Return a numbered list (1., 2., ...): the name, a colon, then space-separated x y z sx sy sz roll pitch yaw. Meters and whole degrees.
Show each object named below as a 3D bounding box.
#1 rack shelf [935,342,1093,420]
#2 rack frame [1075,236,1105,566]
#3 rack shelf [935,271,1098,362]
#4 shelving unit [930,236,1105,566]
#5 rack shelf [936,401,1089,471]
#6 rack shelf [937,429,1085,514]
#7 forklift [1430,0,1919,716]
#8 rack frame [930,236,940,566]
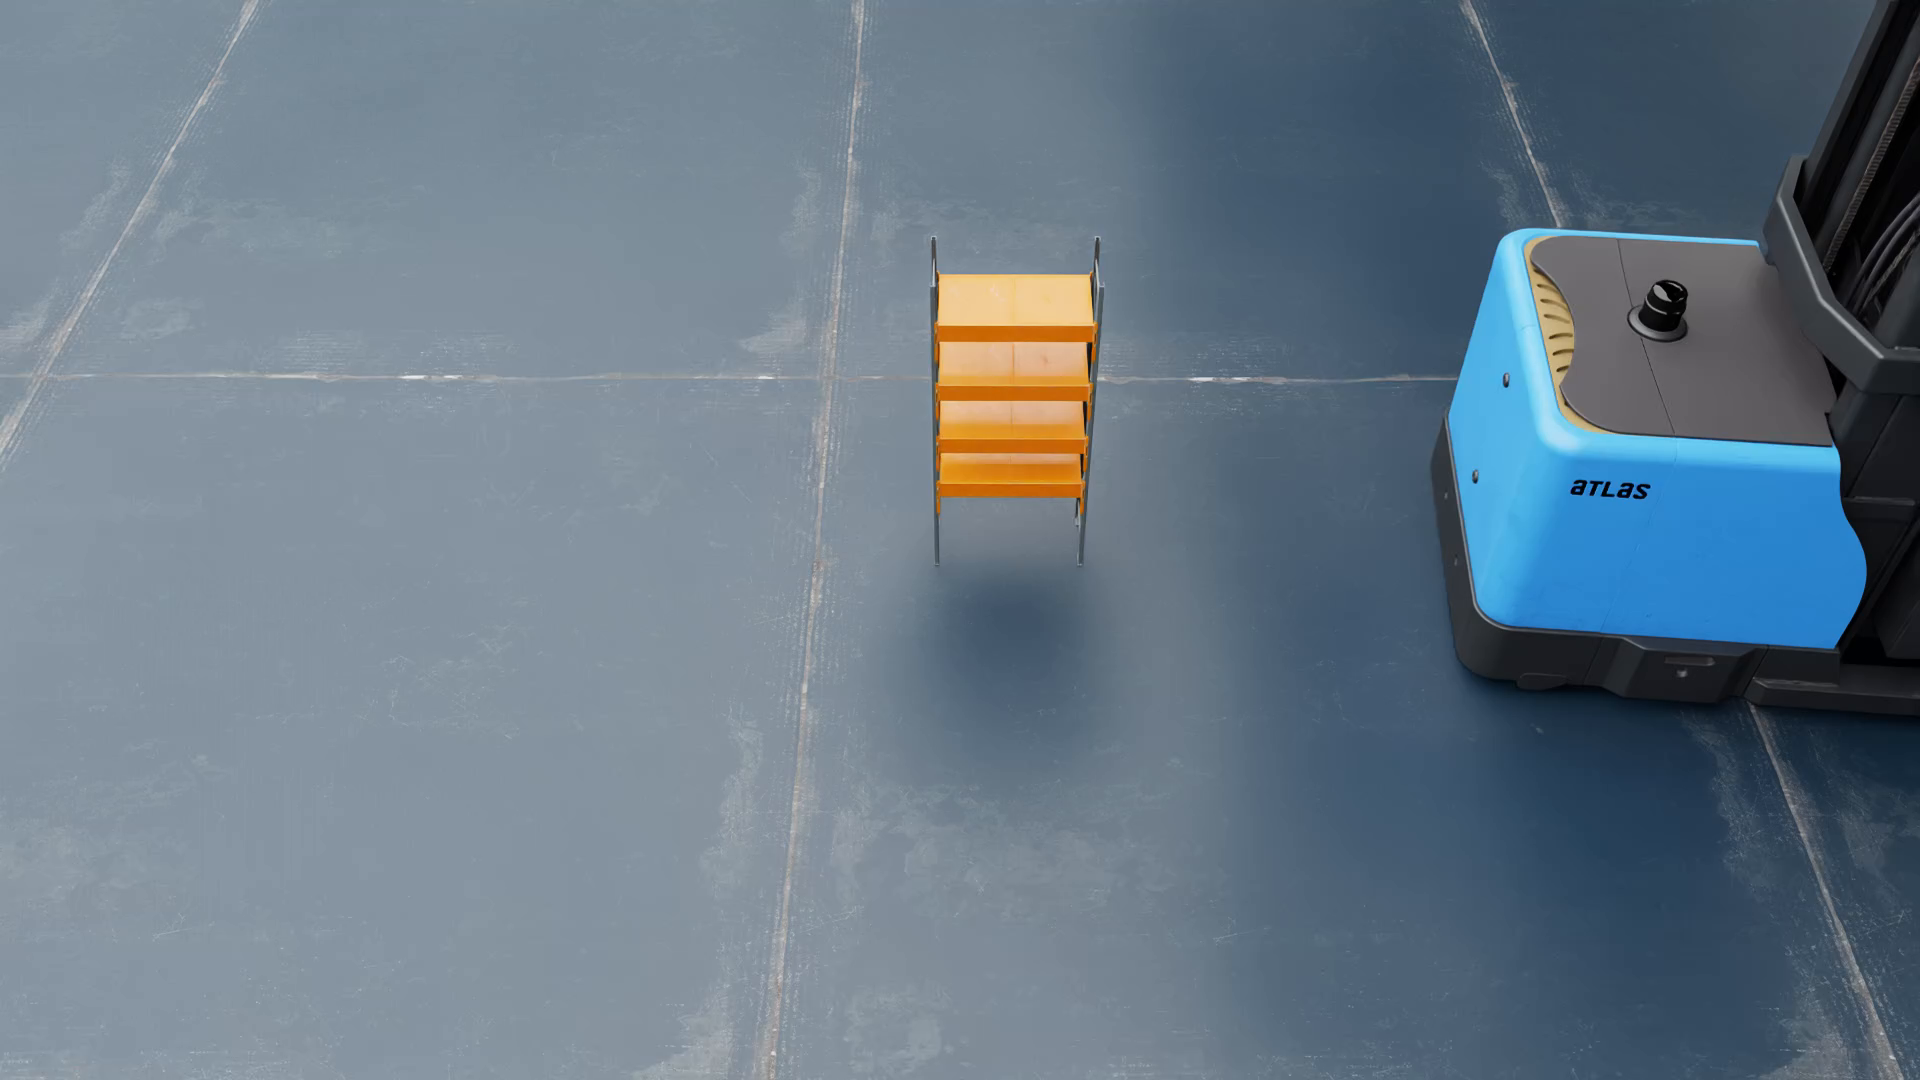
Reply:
1. rack shelf: 0.166 -0.515 5.196 0.480 0.148 0.258 0 47 0
2. rack frame: 0.410 -0.408 5.310 0.015 1.200 0.240 0 47 0
3. rack shelf: 0.166 -0.676 5.023 0.480 0.148 0.258 0 47 0
4. shelving unit: 0.166 -0.408 5.310 0.503 1.200 0.258 0 47 0
5. rack shelf: 0.166 -0.362 5.360 0.480 0.148 0.258 0 47 0
6. rack shelf: 0.166 -0.227 5.505 0.480 0.148 0.258 0 47 0
7. forklift: 3.135 -0.799 4.492 3.031 2.935 1.130 4 47 4
8. rack frame: -0.078 -0.409 5.311 0.015 1.200 0.240 0 47 0
